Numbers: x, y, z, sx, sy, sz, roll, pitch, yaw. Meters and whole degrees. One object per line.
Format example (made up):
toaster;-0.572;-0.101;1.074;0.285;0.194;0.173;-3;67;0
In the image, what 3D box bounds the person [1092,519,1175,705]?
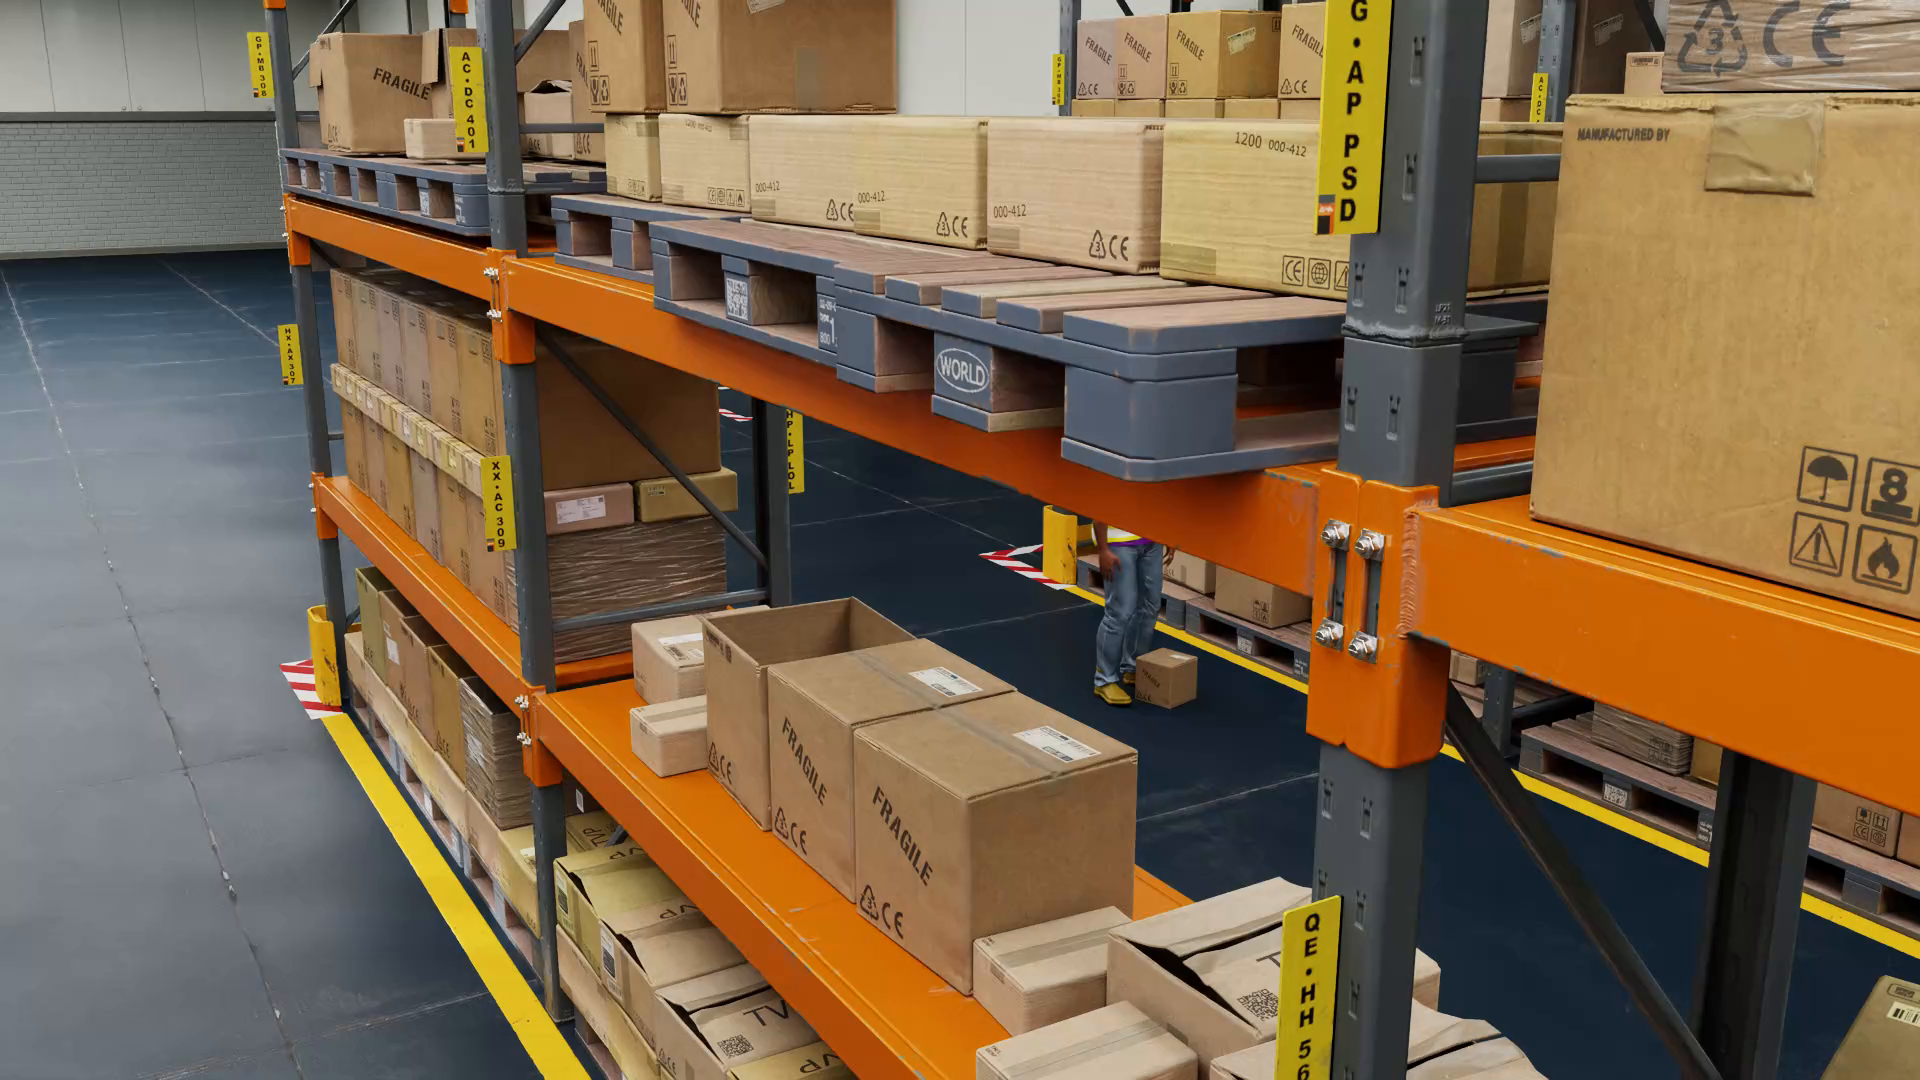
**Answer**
person;0.995;0.022;9.395;0.632;1.760;0.463;-14;20;-43
